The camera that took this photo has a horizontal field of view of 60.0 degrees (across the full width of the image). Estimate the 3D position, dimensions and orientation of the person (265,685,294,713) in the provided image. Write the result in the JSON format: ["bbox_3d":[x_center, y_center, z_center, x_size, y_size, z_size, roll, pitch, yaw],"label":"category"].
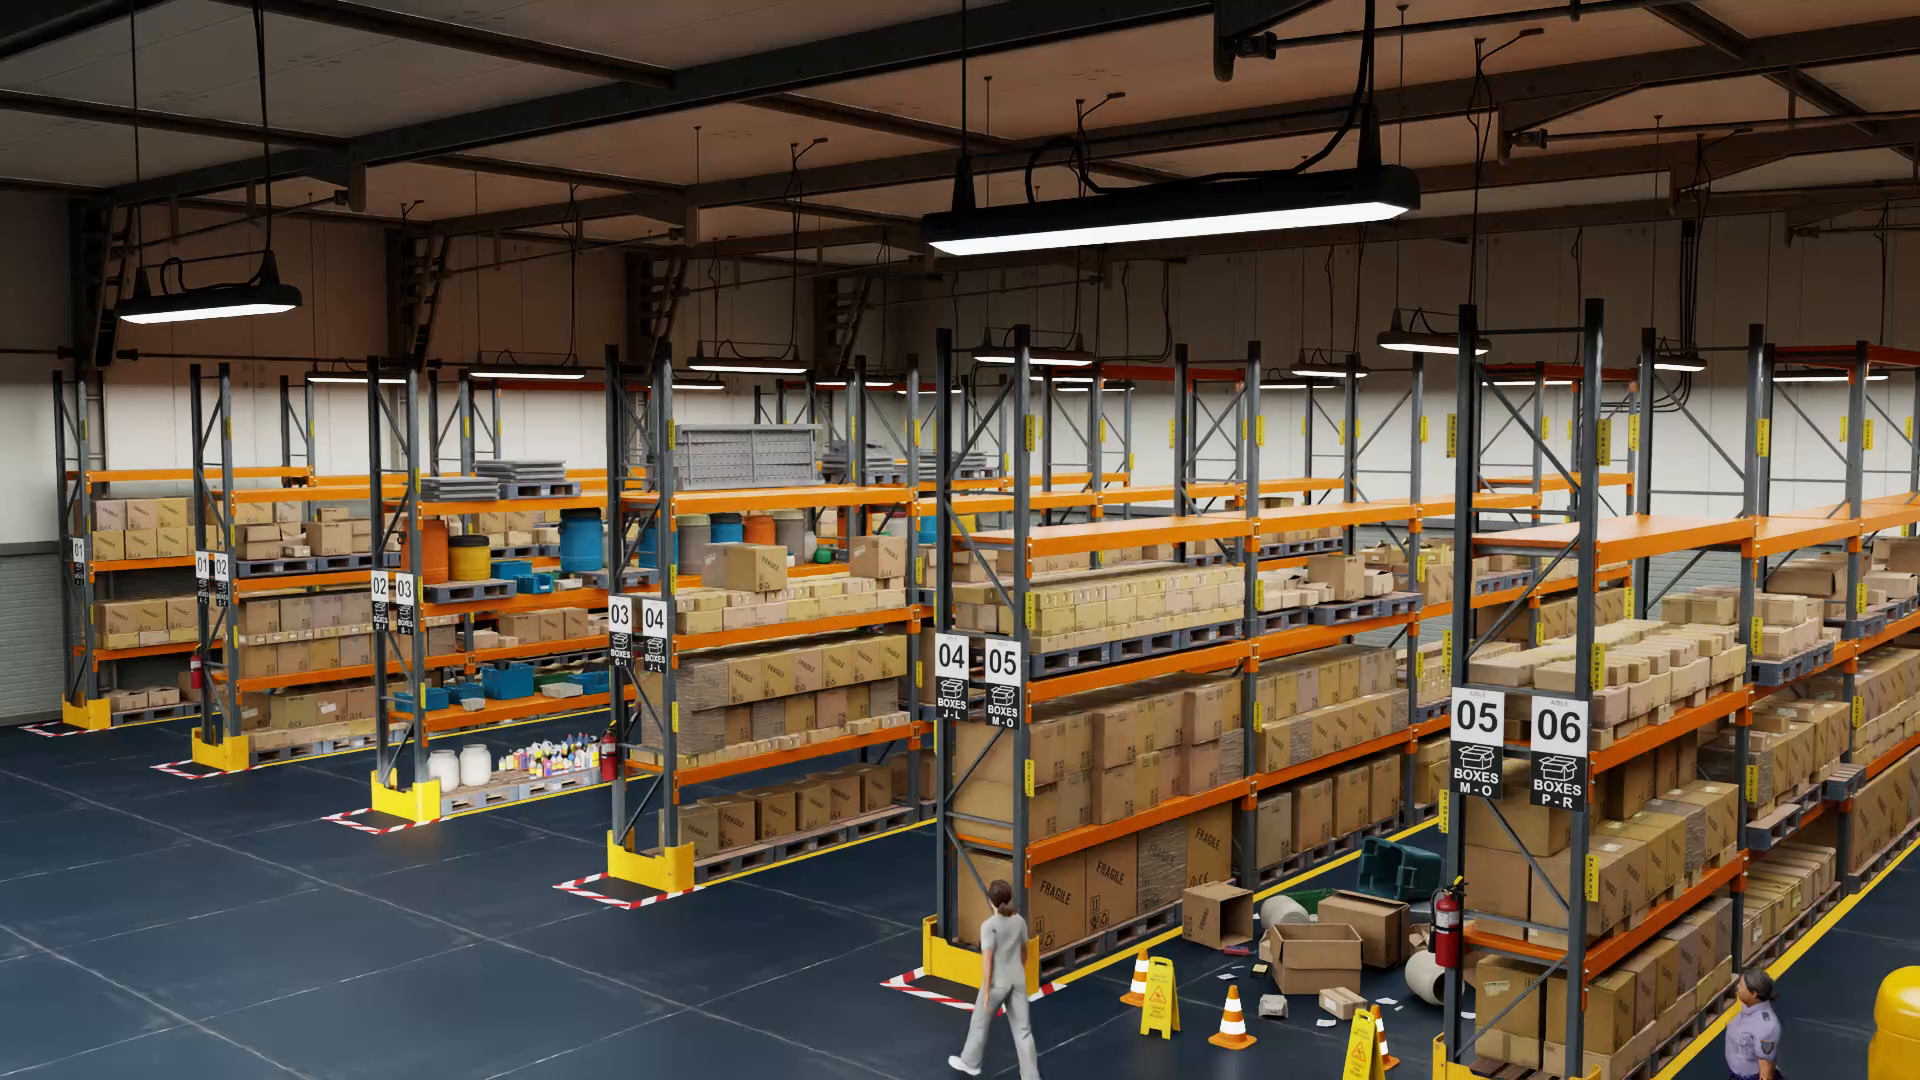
[{"bbox_3d":[-11.538,2.247,28.177,0.591,1.700,1.033,1,4,7],"label":"person"}]

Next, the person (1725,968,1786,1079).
[{"bbox_3d":[5.204,3.559,10.728,0.662,1.627,0.470,0,4,1],"label":"person"}]

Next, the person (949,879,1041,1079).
[{"bbox_3d":[0.306,3.409,12.828,0.491,1.598,1.023,-3,5,-33],"label":"person"}]

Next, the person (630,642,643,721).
[{"bbox_3d":[-5.399,2.265,28.793,0.464,1.677,0.721,1,4,15],"label":"person"}]
